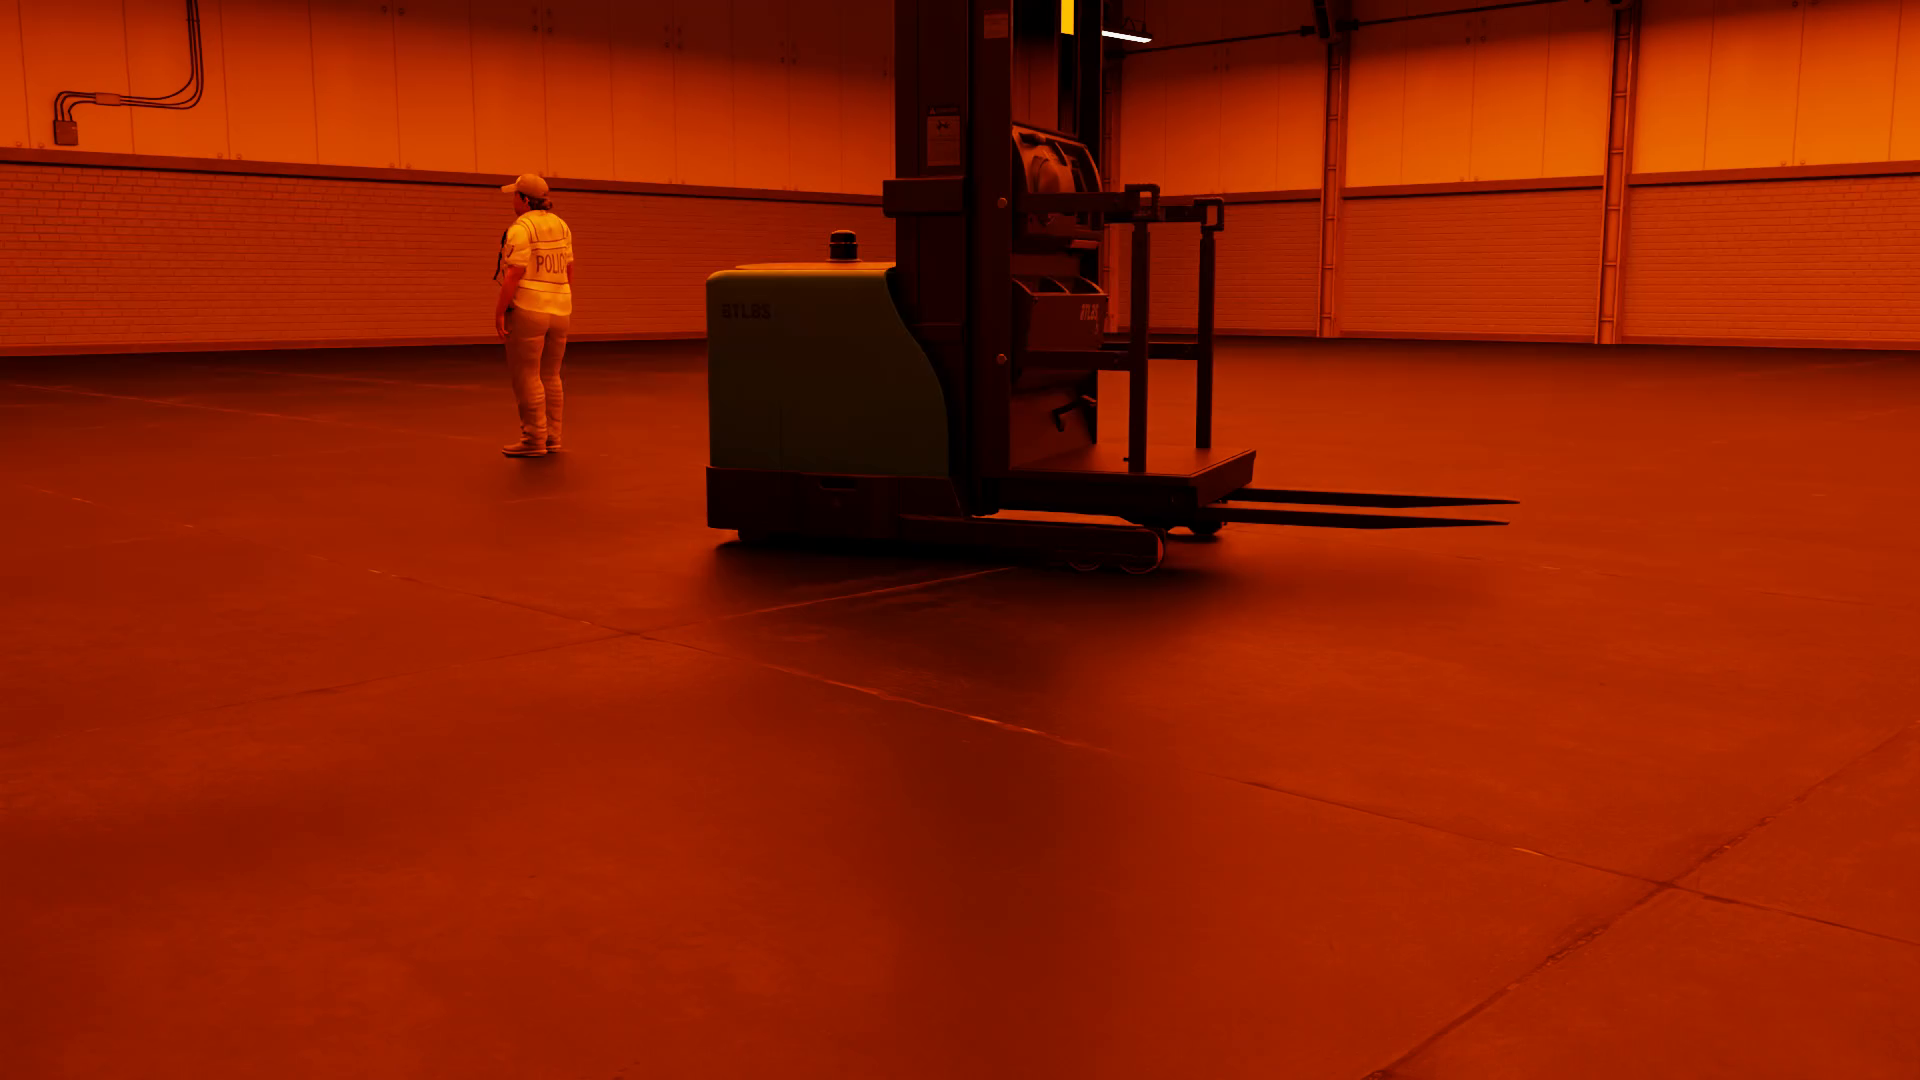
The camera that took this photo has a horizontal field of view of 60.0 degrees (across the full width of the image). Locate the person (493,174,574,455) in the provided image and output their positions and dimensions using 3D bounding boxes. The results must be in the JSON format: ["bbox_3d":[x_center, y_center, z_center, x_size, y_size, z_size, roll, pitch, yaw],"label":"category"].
[{"bbox_3d":[-2.610,-1.349,10.026,0.529,1.670,0.598,4,10,28],"label":"person"}]

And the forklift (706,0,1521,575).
[{"bbox_3d":[0.565,-1.416,6.275,3.031,2.935,1.130,3,9,22],"label":"forklift"}]
